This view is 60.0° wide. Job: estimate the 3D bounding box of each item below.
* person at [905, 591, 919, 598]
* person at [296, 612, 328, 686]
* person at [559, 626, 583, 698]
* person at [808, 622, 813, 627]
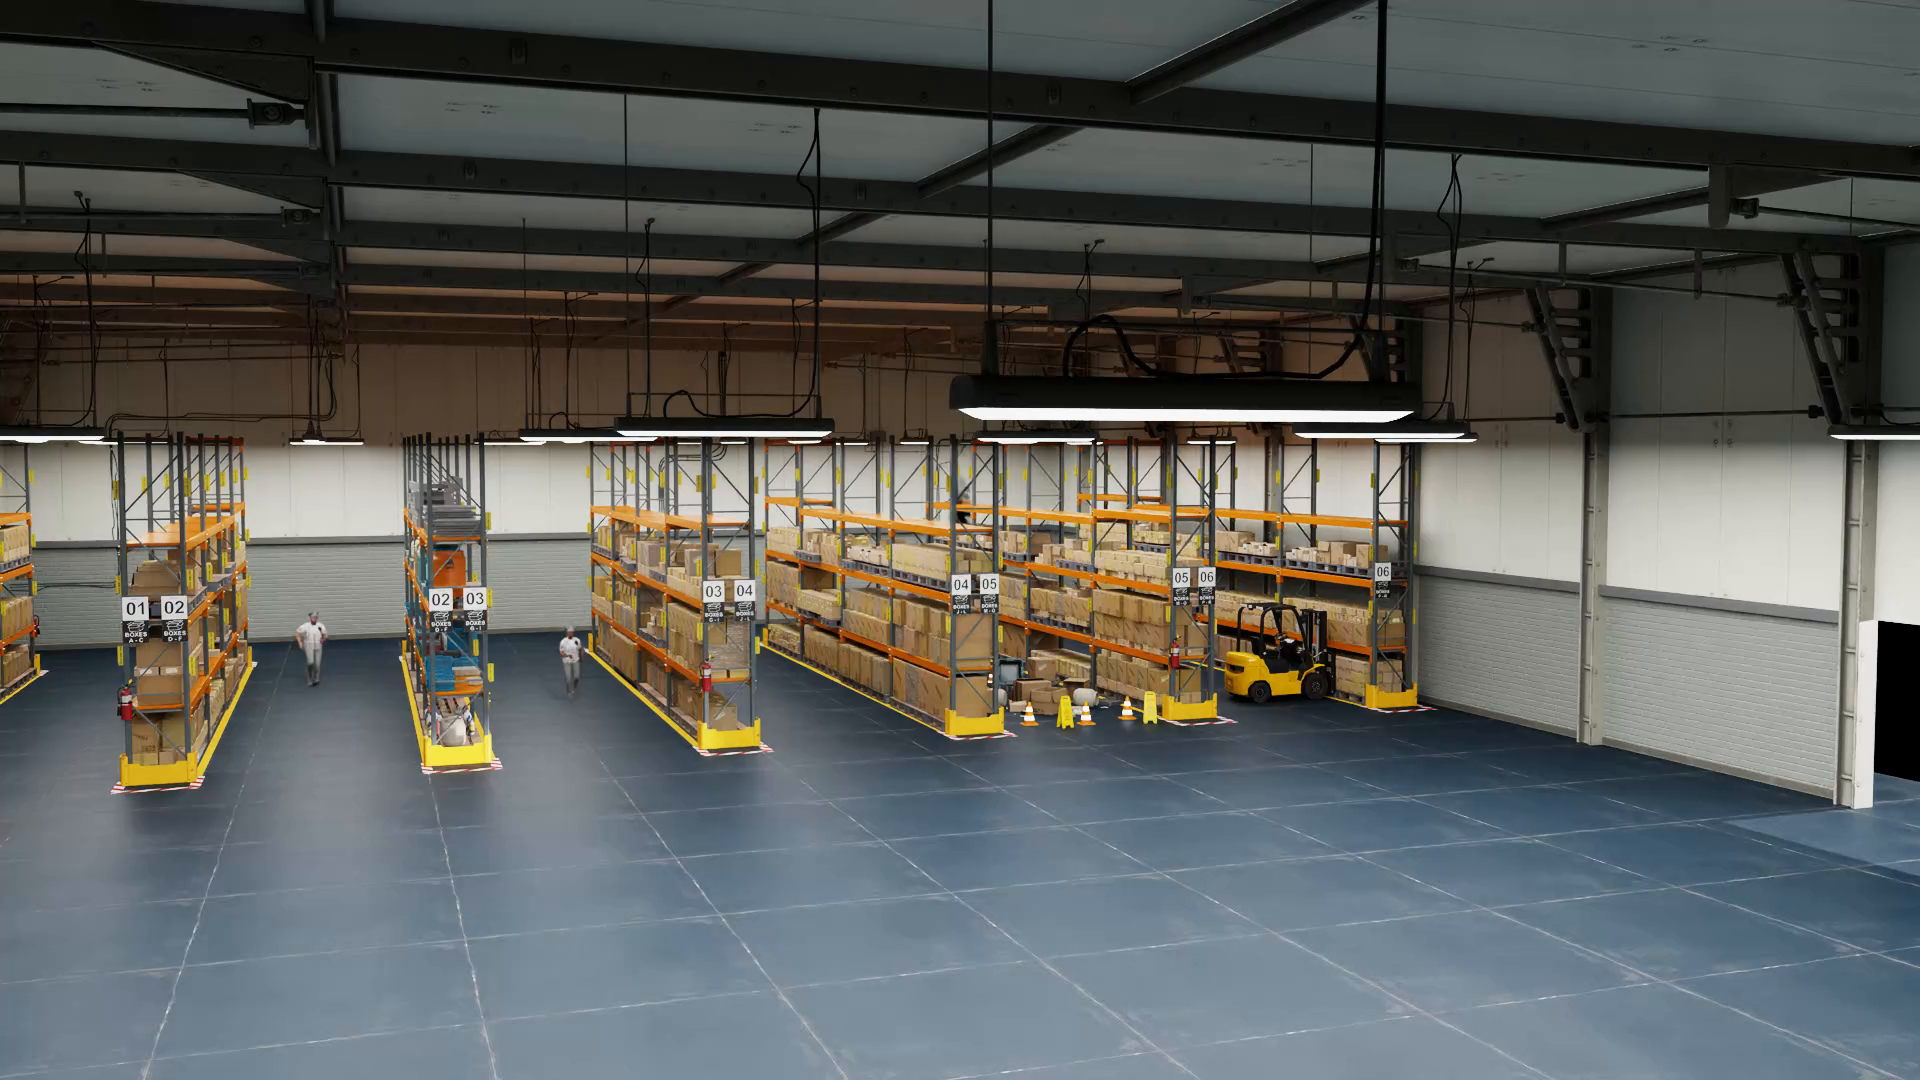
[{"bbox_3d":[-1.542,2.092,51.214,0.647,1.617,0.545,-1,3,-9],"label":"person"},{"bbox_3d":[-15.629,2.645,40.200,0.698,1.844,0.688,-2,4,-34],"label":"person"},{"bbox_3d":[-8.831,2.788,37.867,0.558,1.662,0.587,-1,3,-23],"label":"person"},{"bbox_3d":[-4.372,2.134,49.497,0.934,1.623,0.615,3,4,44],"label":"person"}]
